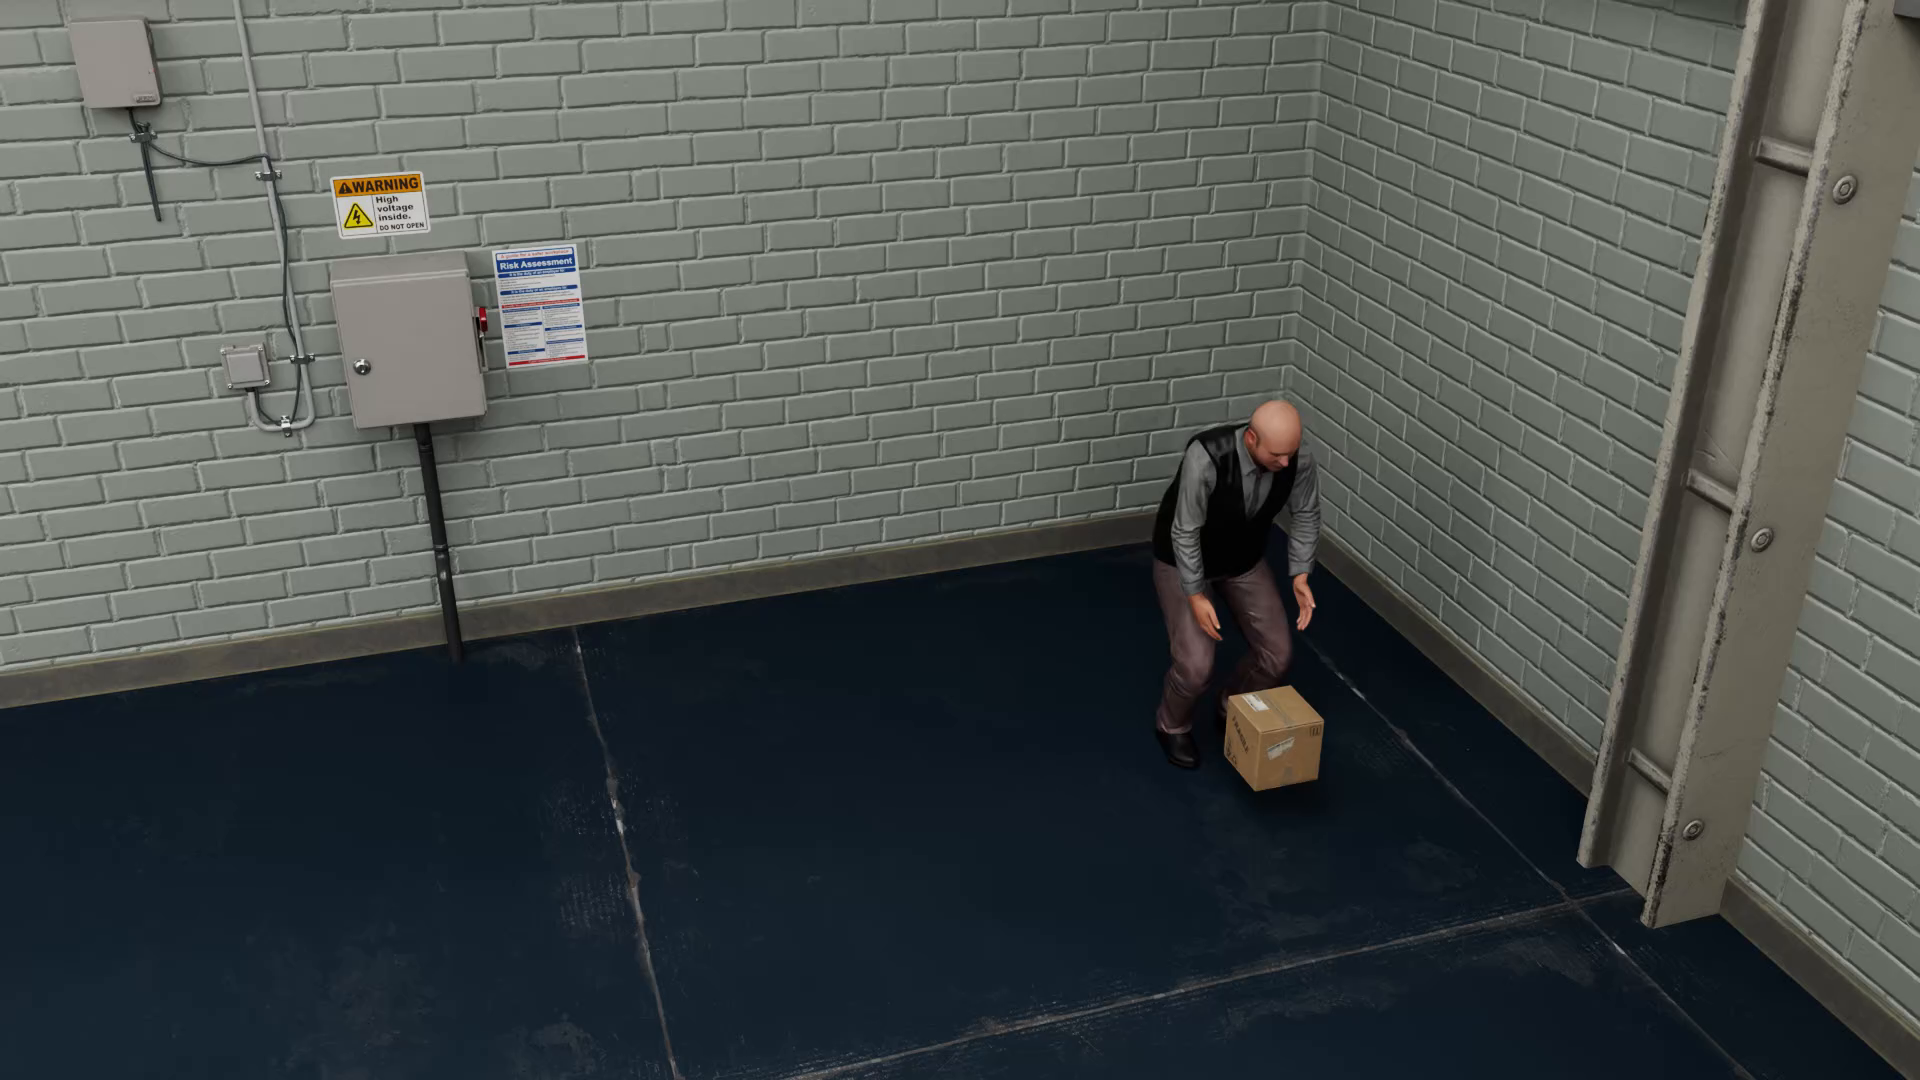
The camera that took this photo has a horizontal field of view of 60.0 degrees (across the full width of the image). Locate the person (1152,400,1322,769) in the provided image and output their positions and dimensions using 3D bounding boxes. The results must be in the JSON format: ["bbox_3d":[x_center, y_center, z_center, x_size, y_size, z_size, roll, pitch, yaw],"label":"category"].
[{"bbox_3d":[1.008,0.123,6.138,0.588,1.514,0.625,-8,27,-16],"label":"person"}]
